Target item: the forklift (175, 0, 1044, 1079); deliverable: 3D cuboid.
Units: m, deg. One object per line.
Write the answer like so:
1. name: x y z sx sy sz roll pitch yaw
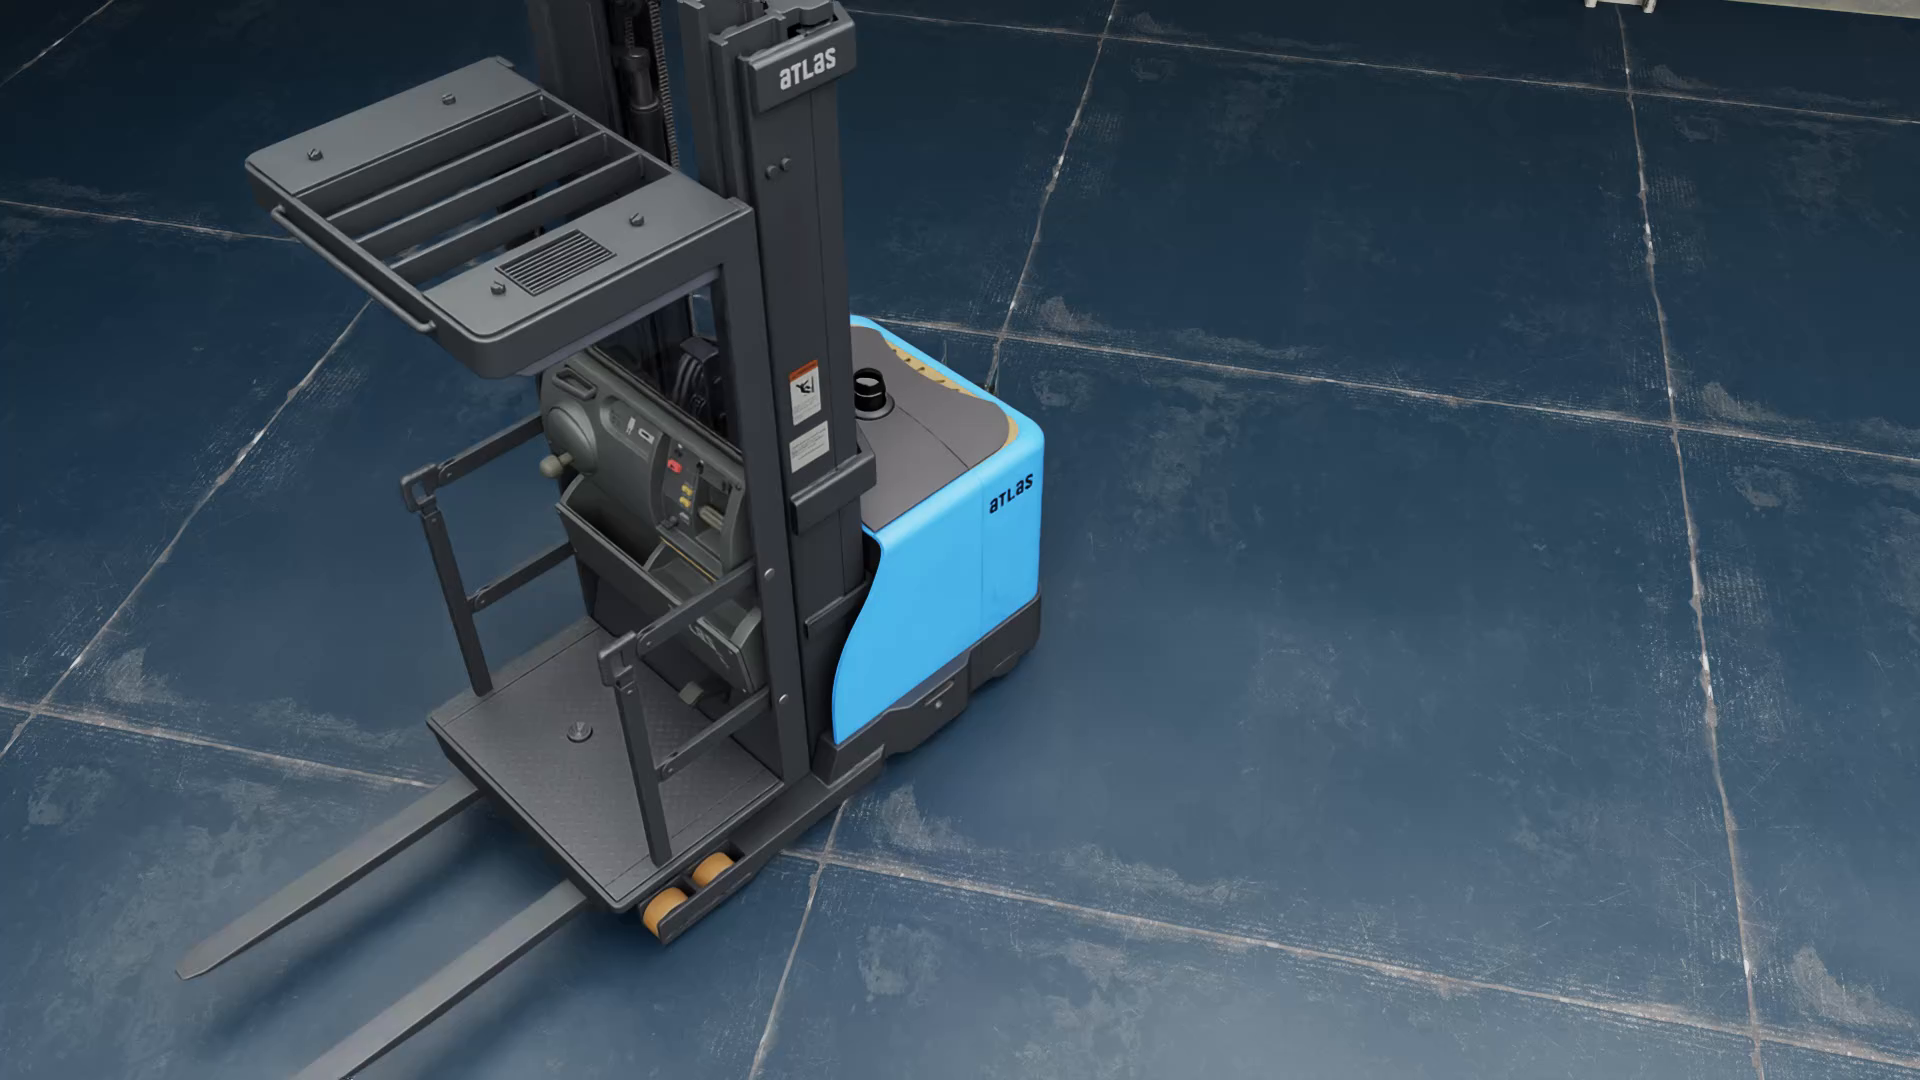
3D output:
1. forklift: -1.095 -0.170 4.813 1.130 2.935 3.031 35 54 31

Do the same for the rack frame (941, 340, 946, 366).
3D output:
1. rack frame: -0.082 -0.345 6.459 0.006 0.900 0.240 9 45 9

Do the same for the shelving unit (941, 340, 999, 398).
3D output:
1. shelving unit: 0.017 -0.329 6.443 0.210 0.900 0.258 9 45 9

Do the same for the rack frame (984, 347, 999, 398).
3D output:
1. rack frame: 0.116 -0.313 6.427 0.006 0.900 0.240 9 45 9

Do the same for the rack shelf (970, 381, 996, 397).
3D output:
1. rack shelf: 0.017 -0.500 6.279 0.200 0.077 0.258 9 45 9
